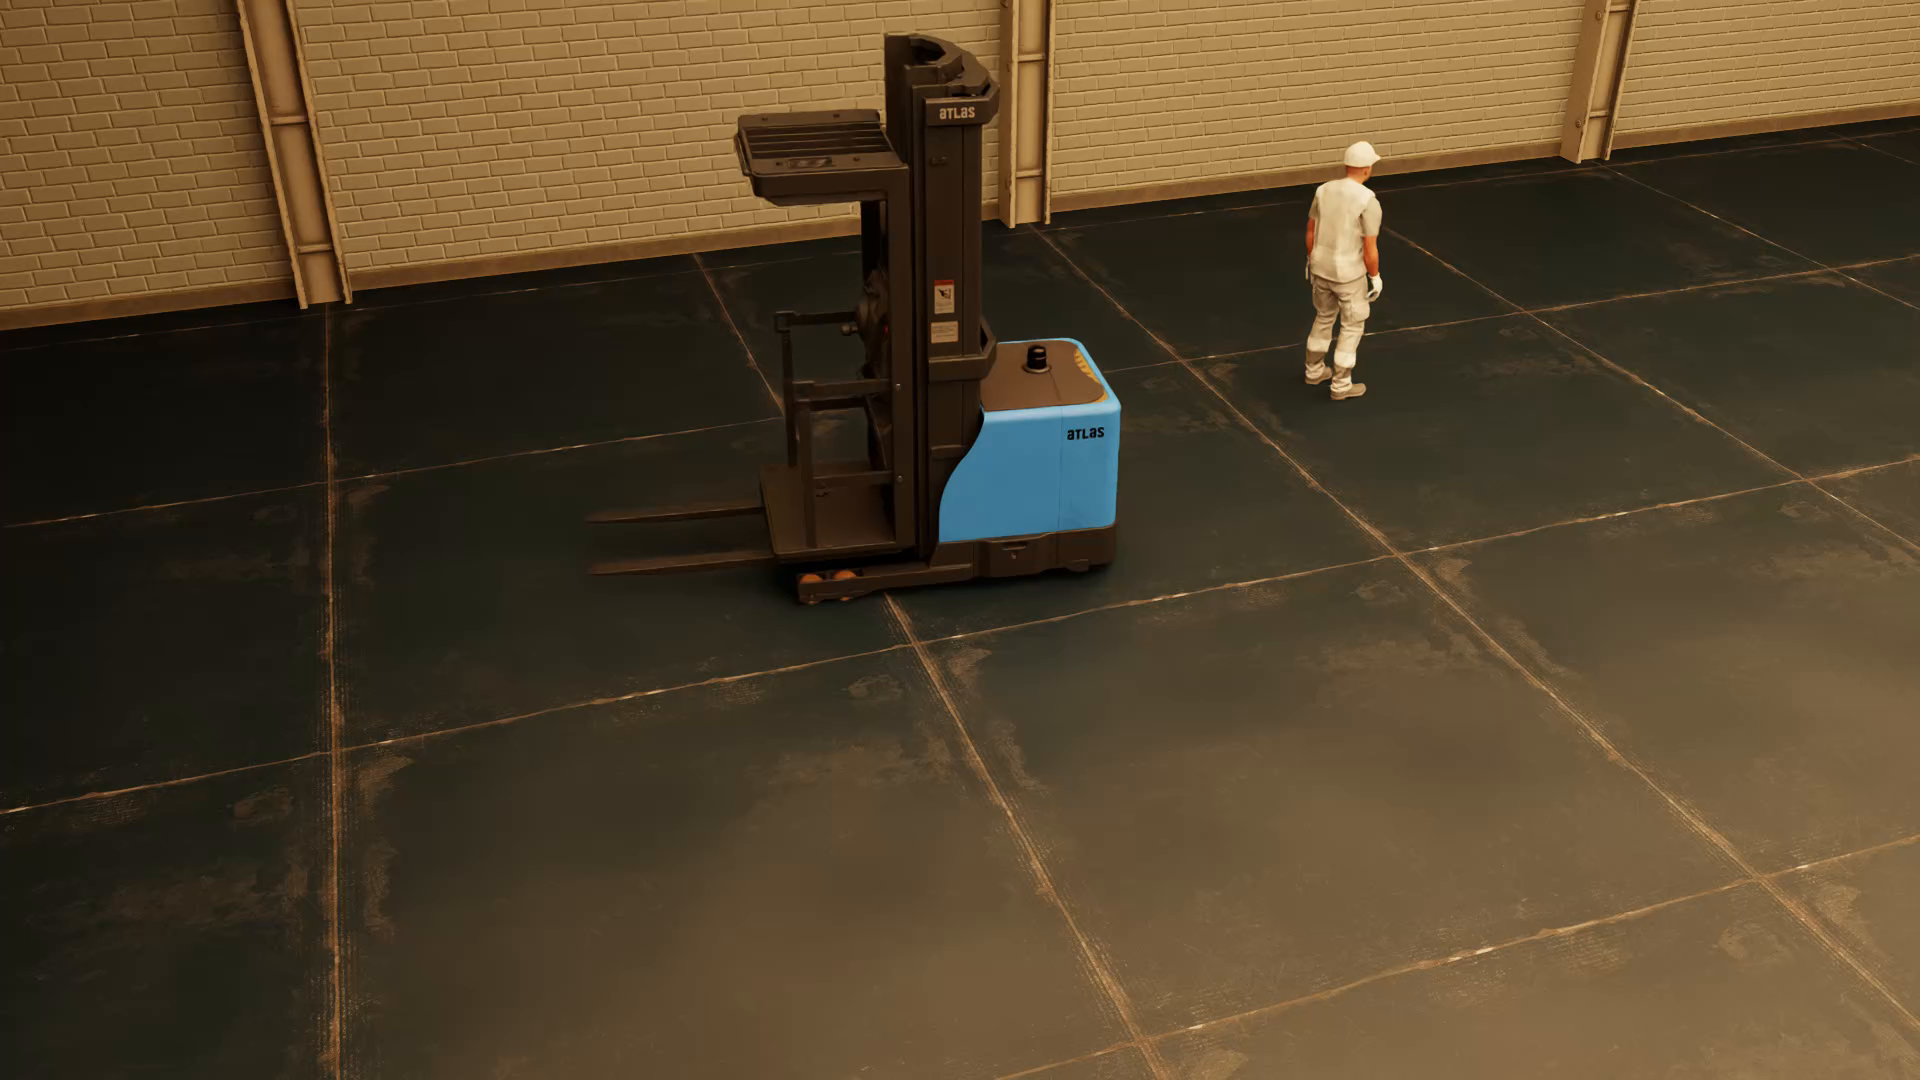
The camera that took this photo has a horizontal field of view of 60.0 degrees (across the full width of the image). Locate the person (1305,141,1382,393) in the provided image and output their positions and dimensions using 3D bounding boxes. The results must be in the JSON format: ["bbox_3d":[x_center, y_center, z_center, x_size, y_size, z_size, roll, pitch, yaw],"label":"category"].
[{"bbox_3d":[2.646,-1.879,11.453,0.434,1.718,0.609,-22,36,-33],"label":"person"}]

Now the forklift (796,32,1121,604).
[{"bbox_3d":[-0.659,-1.194,9.162,3.031,2.935,1.130,-5,30,-9],"label":"forklift"}]
